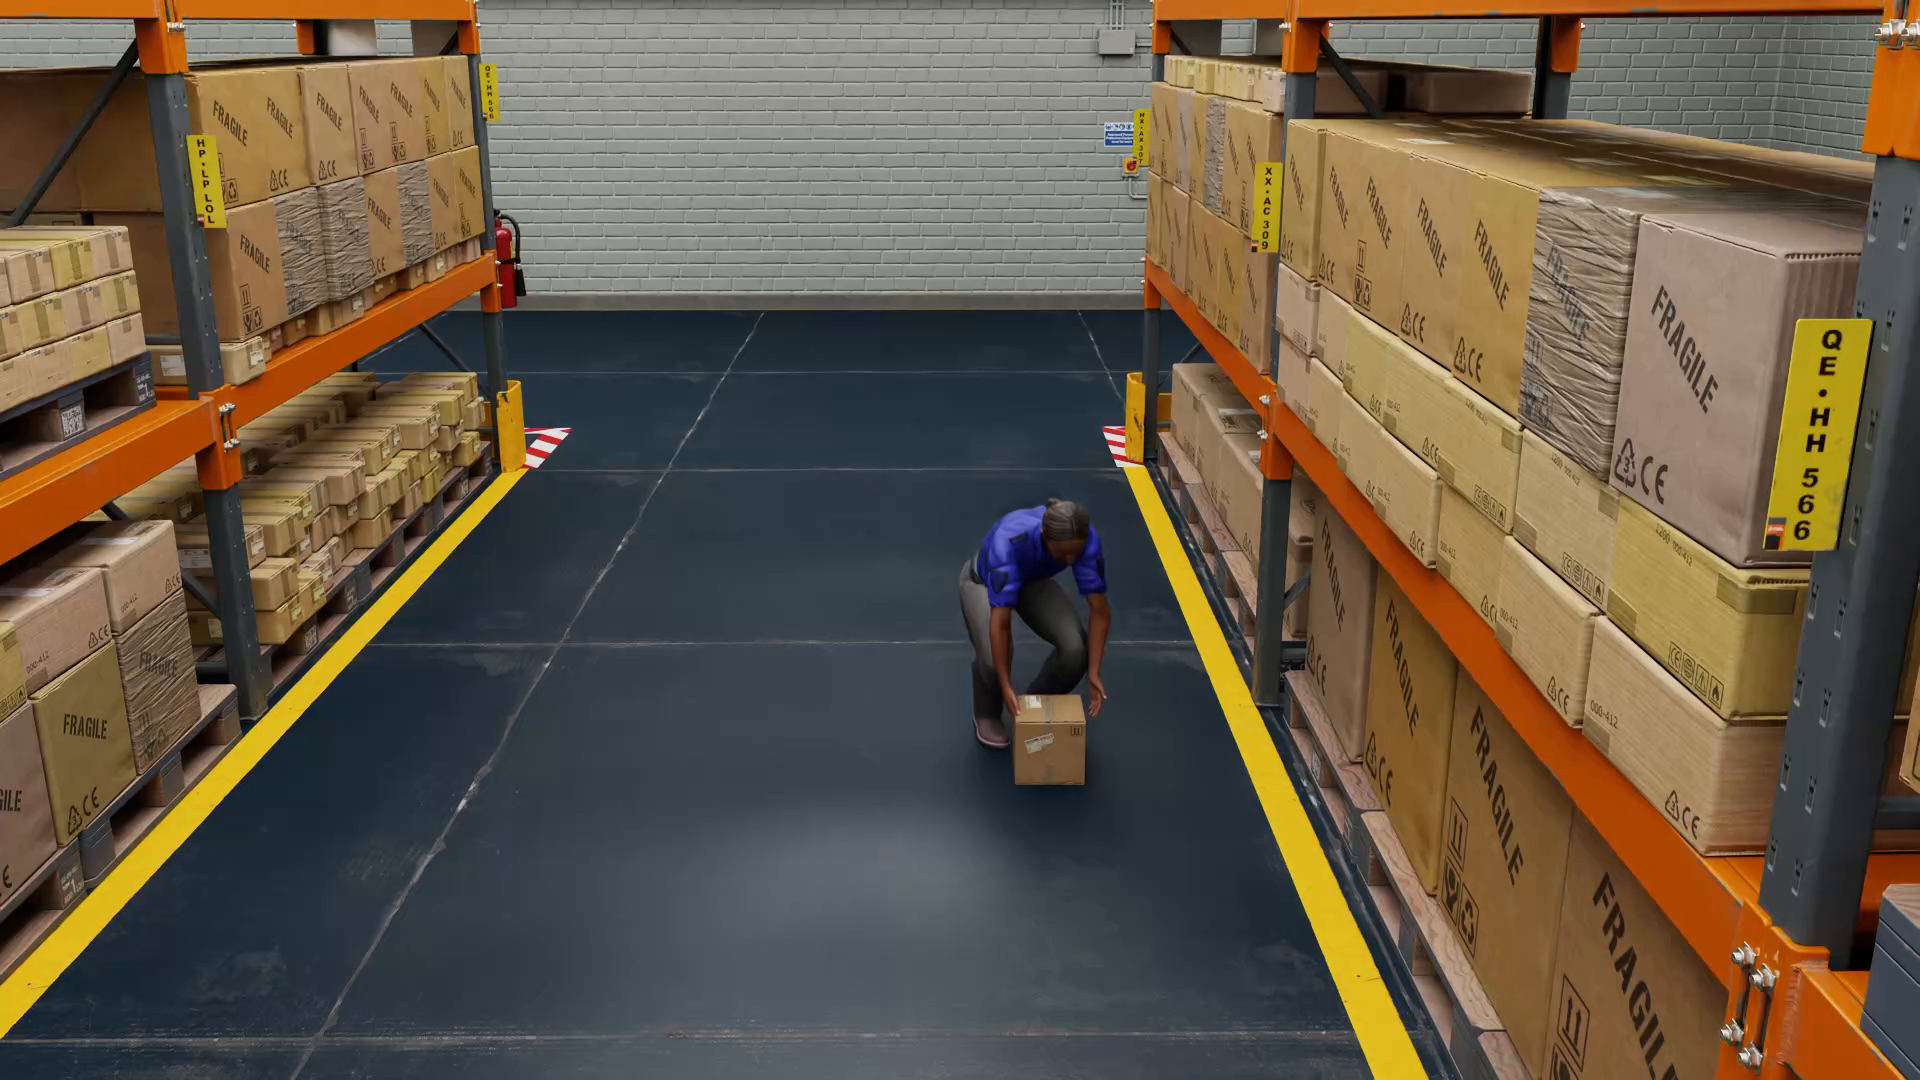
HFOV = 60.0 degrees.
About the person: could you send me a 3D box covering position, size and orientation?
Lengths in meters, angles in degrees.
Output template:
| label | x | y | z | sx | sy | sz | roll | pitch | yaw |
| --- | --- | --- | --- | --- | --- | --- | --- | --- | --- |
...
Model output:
| label | x | y | z | sx | sy | sz | roll | pitch | yaw |
| --- | --- | --- | --- | --- | --- | --- | --- | --- | --- |
| person | 0.273 | 0.272 | 6.256 | 0.482 | 1.026 | 0.766 | -4 | 18 | -14 |
